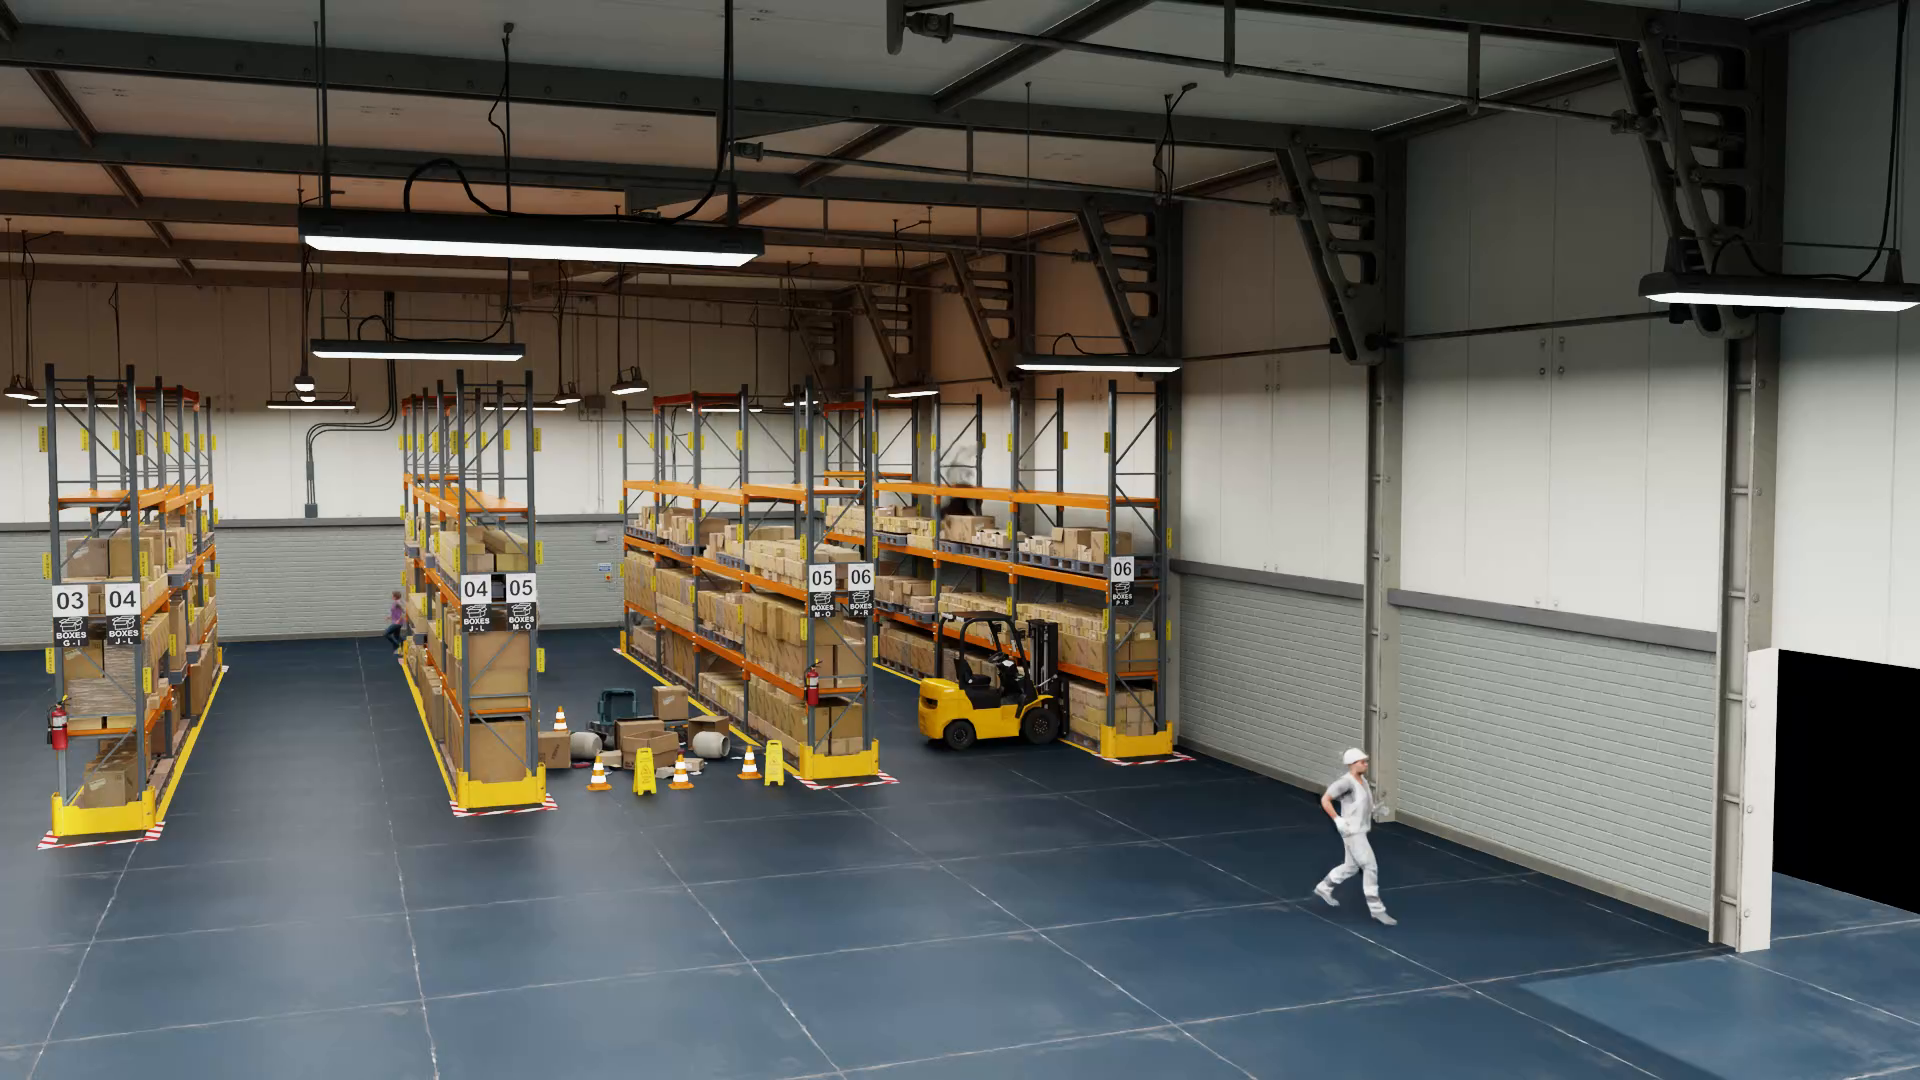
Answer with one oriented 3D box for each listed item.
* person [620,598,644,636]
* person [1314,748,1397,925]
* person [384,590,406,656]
[{"bbox_3d":[-8.035,1.743,41.065,0.717,1.785,0.745,0,3,1],"label":"person"},{"bbox_3d":[4.153,3.077,17.461,0.955,1.781,0.678,2,4,32],"label":"person"},{"bbox_3d":[-13.180,1.998,38.916,0.574,1.456,0.604,-1,4,-21],"label":"person"}]
